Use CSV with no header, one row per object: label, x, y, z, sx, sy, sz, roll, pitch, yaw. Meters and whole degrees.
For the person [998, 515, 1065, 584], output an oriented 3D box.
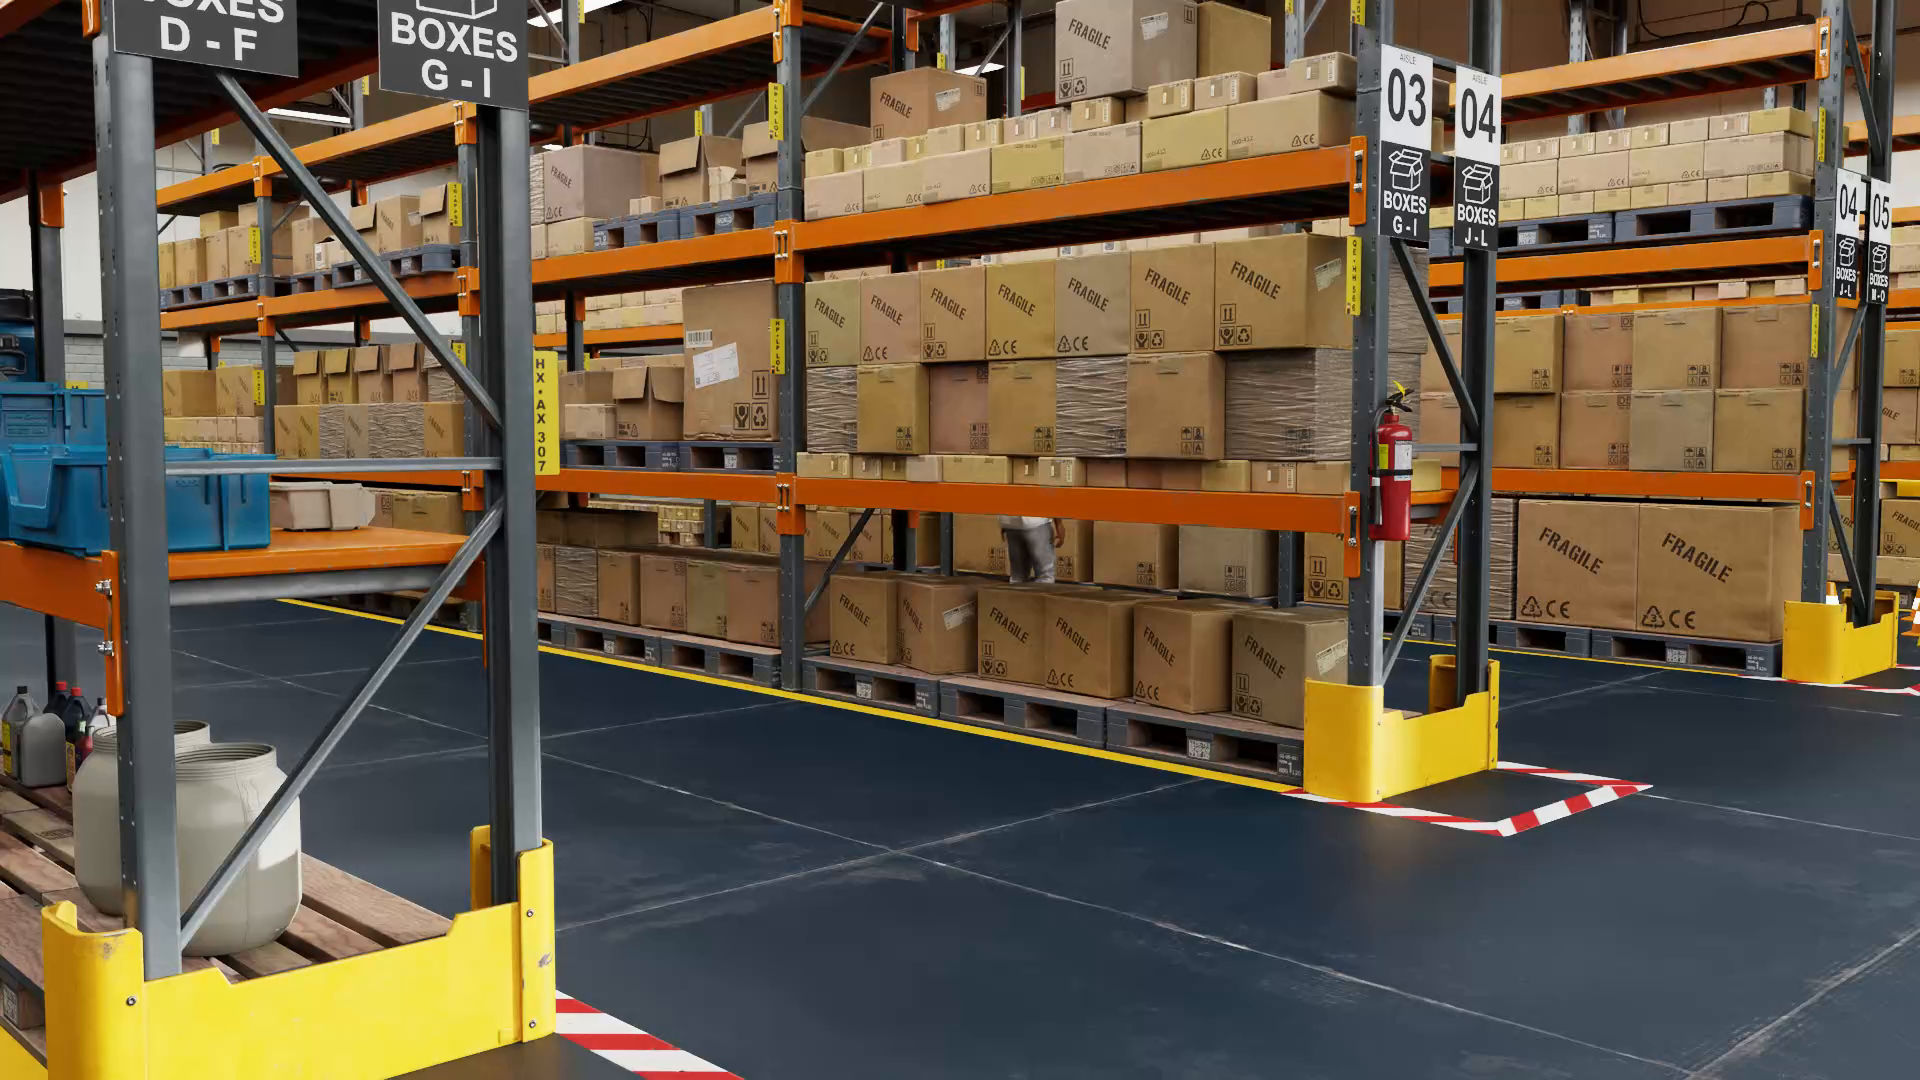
person,0.531,-0.118,12.388,0.460,1.760,0.625,-4,5,-44
